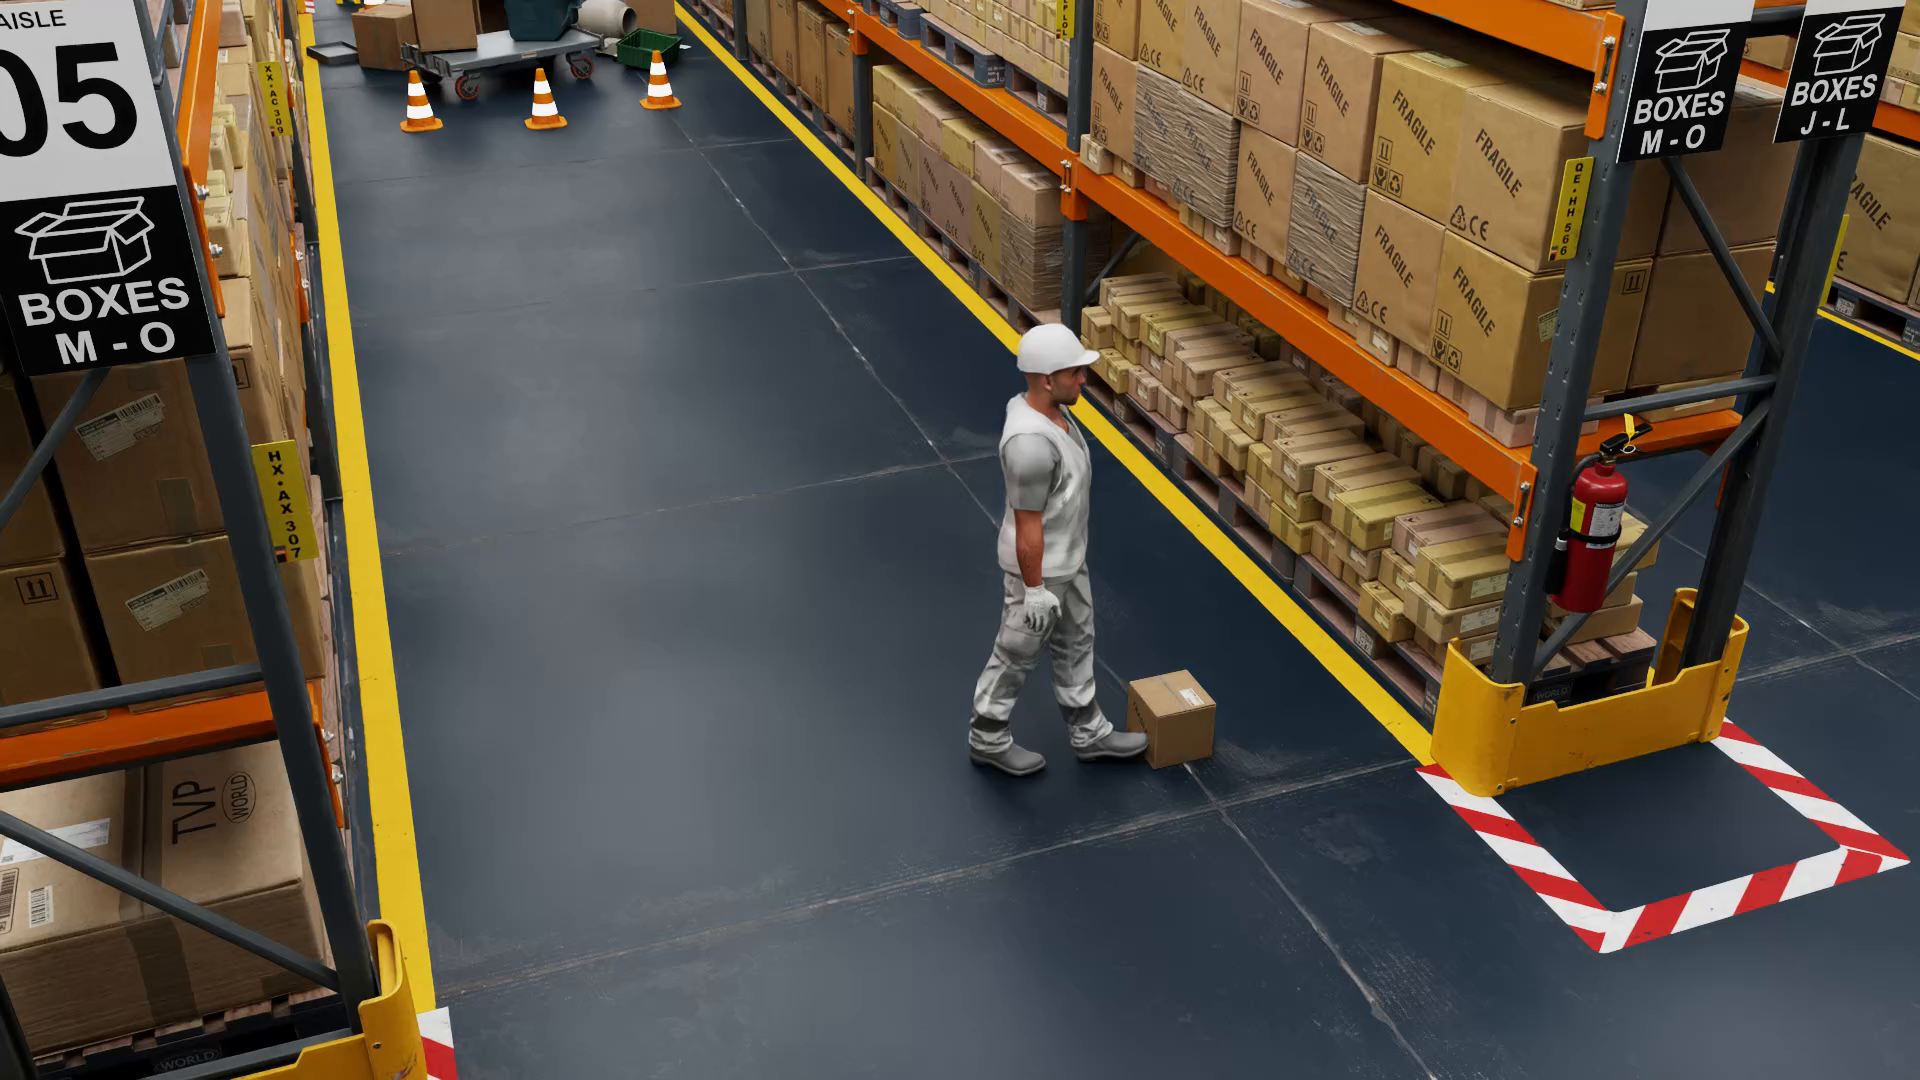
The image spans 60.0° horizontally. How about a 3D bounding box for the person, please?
[{"bbox_3d":[0.378,0.084,5.941,0.687,1.790,0.546,6,30,10],"label":"person"}]
